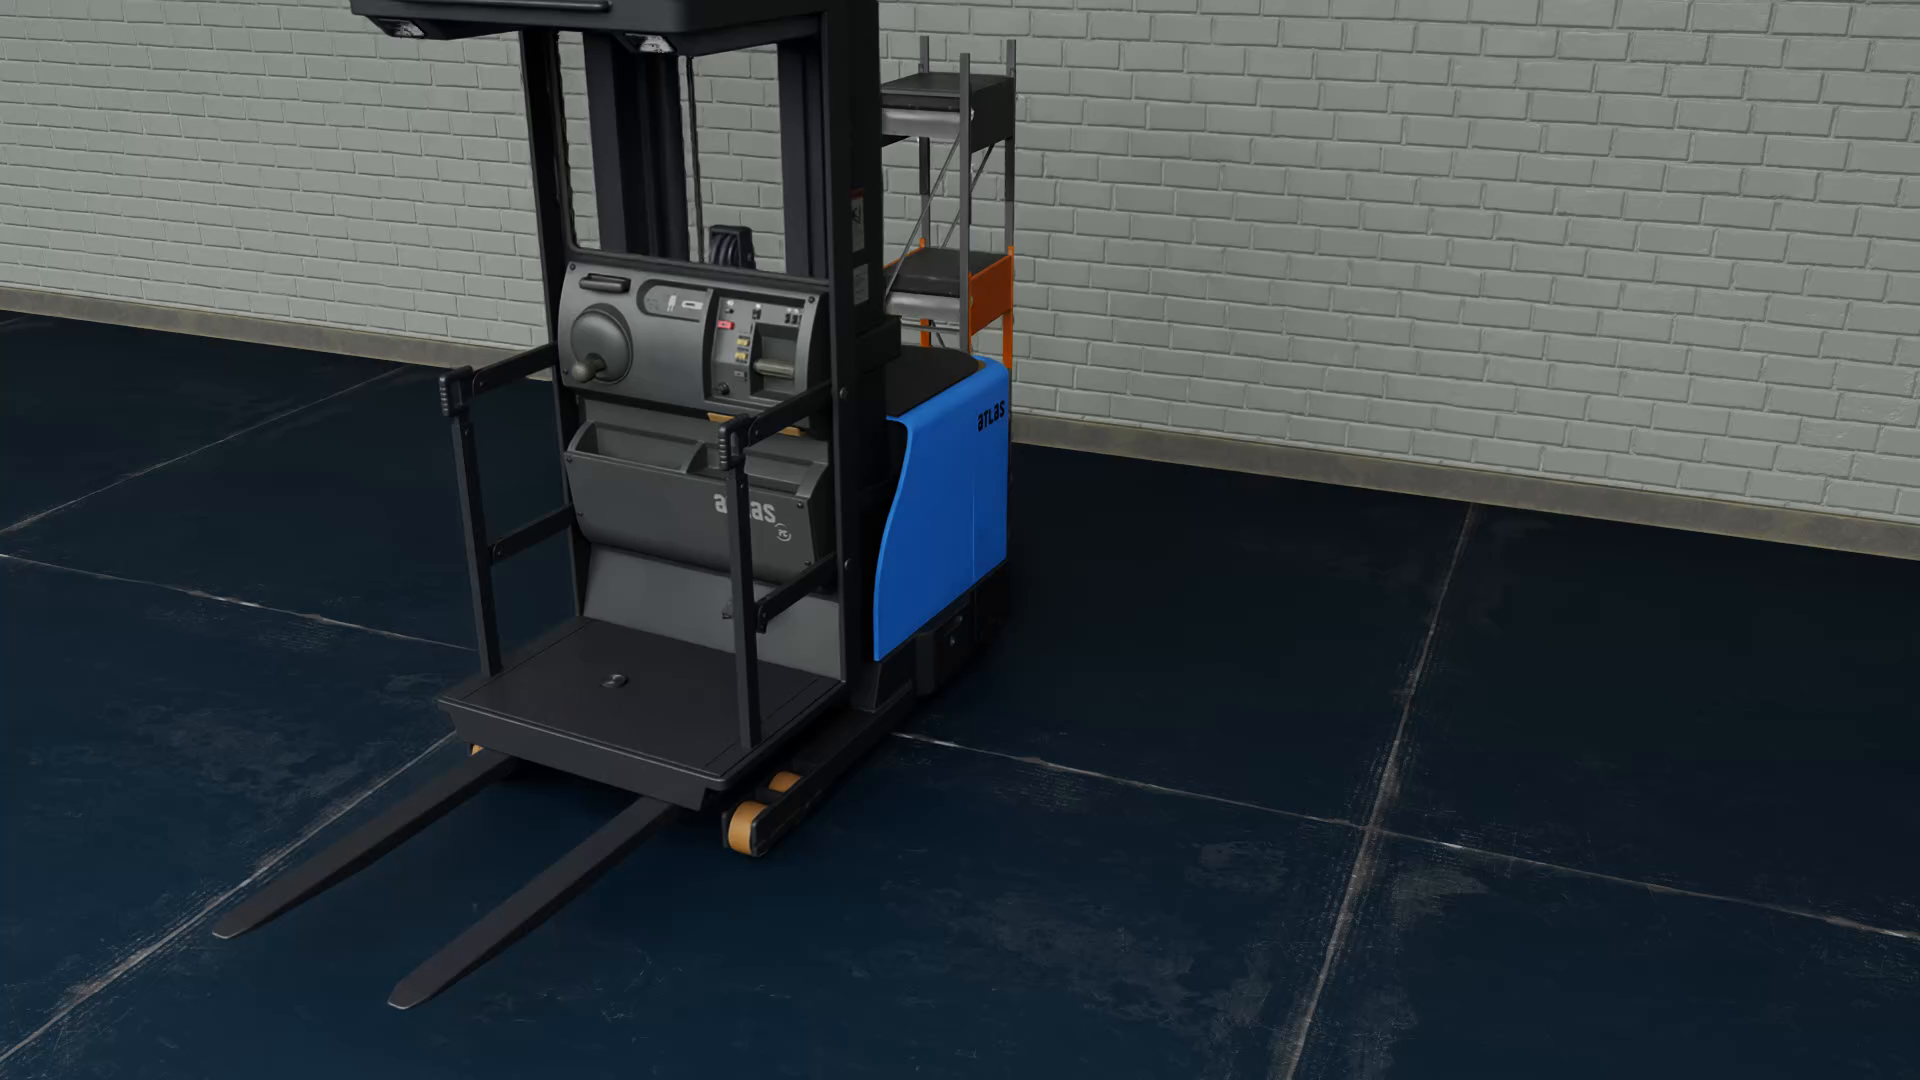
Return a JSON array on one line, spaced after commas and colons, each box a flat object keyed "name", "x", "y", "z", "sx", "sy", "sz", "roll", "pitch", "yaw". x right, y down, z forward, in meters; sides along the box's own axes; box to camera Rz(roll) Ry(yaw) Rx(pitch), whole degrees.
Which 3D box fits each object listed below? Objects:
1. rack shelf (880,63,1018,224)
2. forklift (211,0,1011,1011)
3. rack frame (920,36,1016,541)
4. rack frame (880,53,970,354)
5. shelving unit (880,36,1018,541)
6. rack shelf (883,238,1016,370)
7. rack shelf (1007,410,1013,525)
[{"name": "rack shelf", "x": -0.062, "y": -1.543, "z": 6.439, "sx": 0.431, "sy": 0.518, "sz": 0.480, "roll": 9, "pitch": 24, "yaw": 20}, {"name": "forklift", "x": -0.931, "y": -0.600, "z": 4.883, "sx": 1.130, "sy": 2.935, "sz": 3.031, "roll": 11, "pitch": 25, "yaw": 25}, {"name": "rack frame", "x": 0.029, "y": -0.997, "z": 6.913, "sx": 0.400, "sy": 2.100, "sz": 0.015, "roll": 9, "pitch": 24, "yaw": 20}, {"name": "rack frame", "x": -0.152, "y": -0.822, "z": 6.494, "sx": 0.400, "sy": 2.100, "sz": 0.015, "roll": 9, "pitch": 24, "yaw": 20}, {"name": "shelving unit", "x": -0.061, "y": -0.910, "z": 6.703, "sx": 0.431, "sy": 2.100, "sz": 0.503, "roll": 9, "pitch": 24, "yaw": 20}, {"name": "rack shelf", "x": -0.061, "y": -0.897, "z": 6.709, "sx": 0.431, "sy": 0.518, "sz": 0.480, "roll": 9, "pitch": 24, "yaw": 20}, {"name": "rack shelf", "x": -0.061, "y": -0.251, "z": 6.979, "sx": 0.431, "sy": 0.518, "sz": 0.480, "roll": 9, "pitch": 24, "yaw": 20}]
